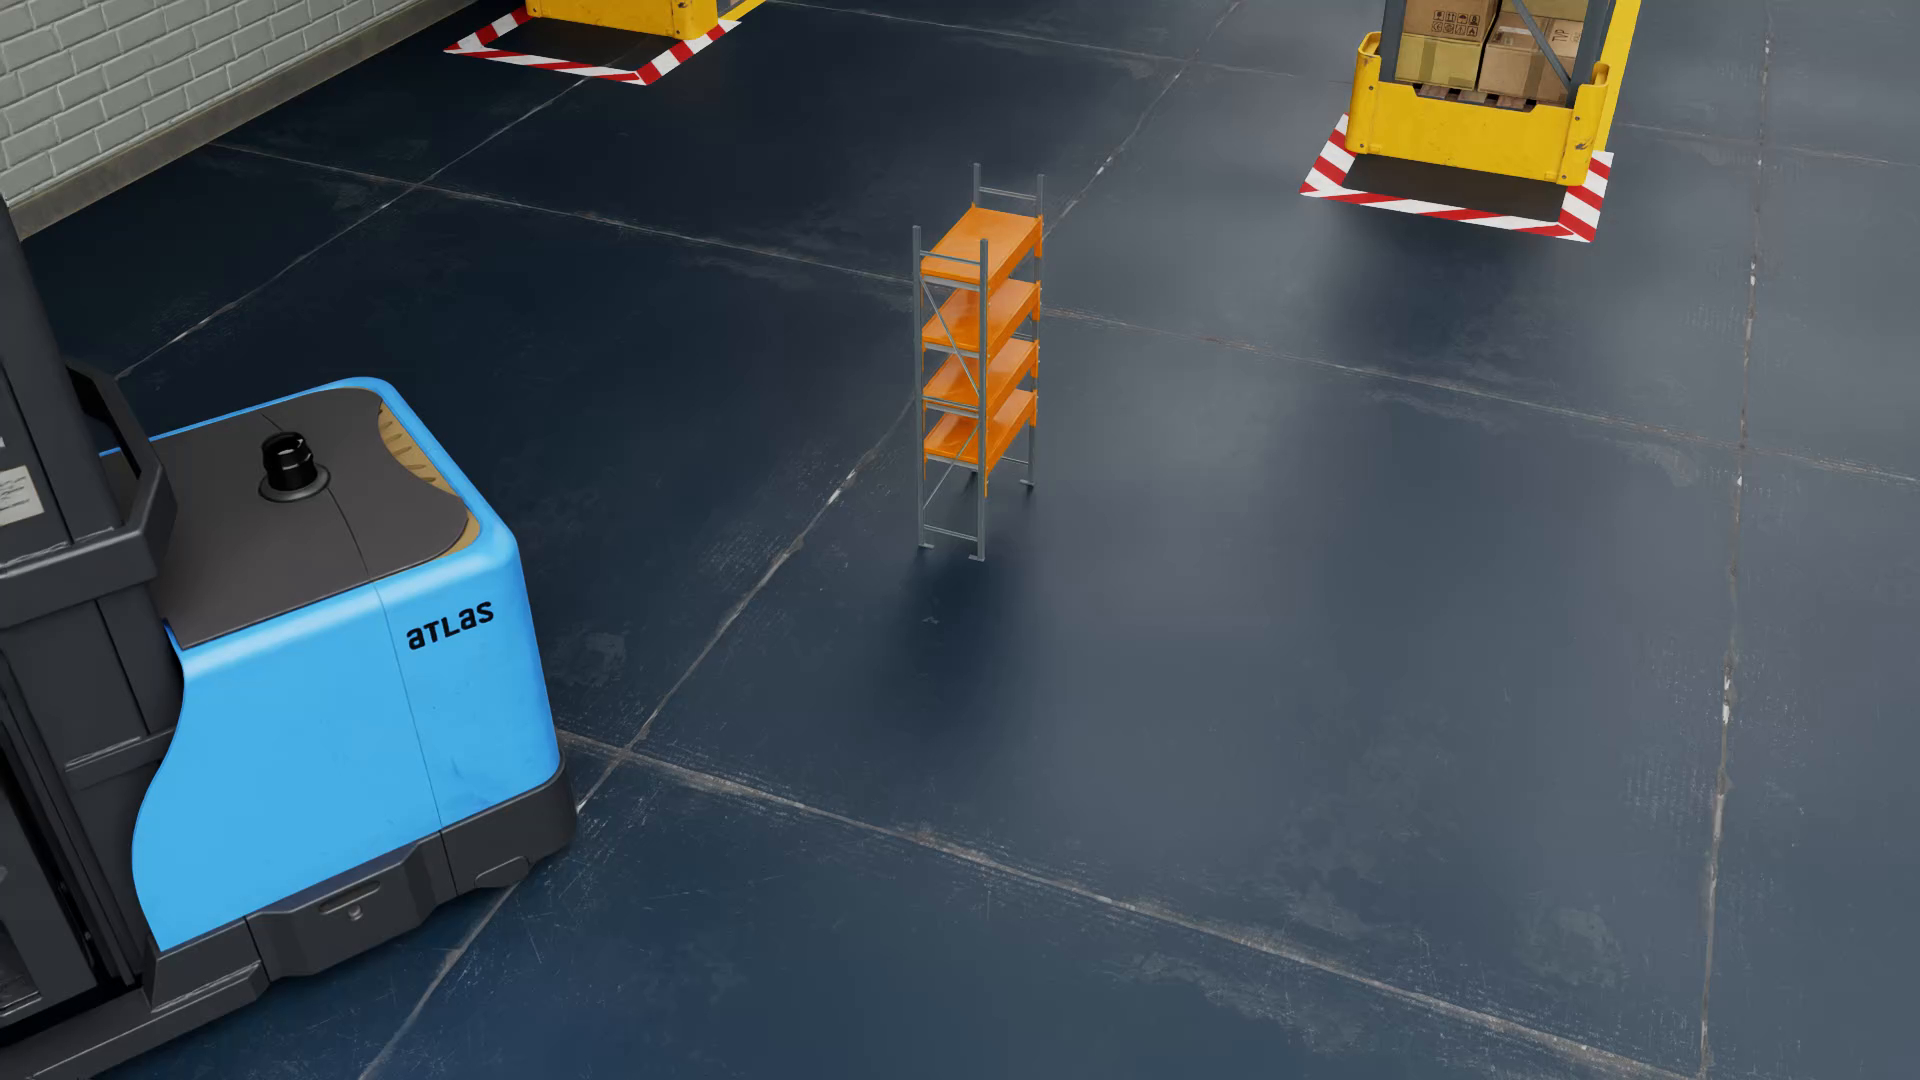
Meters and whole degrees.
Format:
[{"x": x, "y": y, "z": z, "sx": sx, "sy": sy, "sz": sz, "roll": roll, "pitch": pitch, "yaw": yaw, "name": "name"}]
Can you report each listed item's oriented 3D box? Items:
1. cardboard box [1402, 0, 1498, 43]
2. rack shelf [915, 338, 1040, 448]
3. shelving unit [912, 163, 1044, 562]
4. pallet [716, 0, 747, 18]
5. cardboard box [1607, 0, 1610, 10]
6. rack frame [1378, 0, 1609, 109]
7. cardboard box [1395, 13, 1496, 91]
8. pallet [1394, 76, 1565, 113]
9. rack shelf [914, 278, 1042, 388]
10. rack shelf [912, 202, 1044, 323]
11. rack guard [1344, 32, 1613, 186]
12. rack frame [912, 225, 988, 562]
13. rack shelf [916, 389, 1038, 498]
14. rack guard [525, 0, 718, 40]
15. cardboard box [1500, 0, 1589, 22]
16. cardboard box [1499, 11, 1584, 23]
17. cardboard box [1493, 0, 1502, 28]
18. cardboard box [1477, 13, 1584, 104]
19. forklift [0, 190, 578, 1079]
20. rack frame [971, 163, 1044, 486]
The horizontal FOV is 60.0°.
[{"x": 2.468, "y": -2.873, "z": 8.408, "sx": 0.500, "sy": 0.500, "sz": 0.500, "roll": 14, "pitch": 39, "yaw": 18, "name": "cardboard box"}, {"x": 0.063, "y": -0.518, "z": 5.554, "sx": 0.258, "sy": 0.148, "sz": 0.480, "roll": 14, "pitch": 39, "yaw": 18, "name": "rack shelf"}, {"x": 0.063, "y": -0.572, "z": 5.513, "sx": 0.258, "sy": 1.200, "sz": 0.503, "roll": 14, "pitch": 39, "yaw": 18, "name": "shelving unit"}, {"x": -1.673, "y": -3.634, "z": 10.436, "sx": 1.003, "sy": 0.211, "sz": 1.213, "roll": 14, "pitch": 39, "yaw": 18, "name": "pallet"}, {"x": 3.521, "y": -3.284, "z": 9.585, "sx": 0.500, "sy": 0.250, "sz": 0.500, "roll": 14, "pitch": 39, "yaw": 18, "name": "cardboard box"}, {"x": 2.539, "y": -3.141, "z": 7.447, "sx": 1.000, "sy": 3.000, "sz": 0.127, "roll": 14, "pitch": 39, "yaw": 18, "name": "rack frame"}, {"x": 2.470, "y": -2.572, "z": 8.632, "sx": 0.500, "sy": 0.250, "sz": 0.500, "roll": 14, "pitch": 39, "yaw": 18, "name": "cardboard box"}, {"x": 2.792, "y": -2.457, "z": 8.861, "sx": 1.003, "sy": 0.211, "sz": 1.213, "roll": 14, "pitch": 39, "yaw": 18, "name": "pallet"}, {"x": 0.063, "y": -0.698, "z": 5.420, "sx": 0.258, "sy": 0.148, "sz": 0.480, "roll": 14, "pitch": 39, "yaw": 18, "name": "rack shelf"}, {"x": 0.063, "y": -0.887, "z": 5.278, "sx": 0.258, "sy": 0.148, "sz": 0.480, "roll": 14, "pitch": 39, "yaw": 18, "name": "rack shelf"}, {"x": 2.530, "y": -2.127, "z": 8.178, "sx": 1.175, "sy": 0.500, "sz": 0.348, "roll": 14, "pitch": 39, "yaw": 18, "name": "rack guard"}, {"x": -0.030, "y": -0.437, "z": 5.333, "sx": 0.240, "sy": 1.200, "sz": 0.015, "roll": 14, "pitch": 39, "yaw": 18, "name": "rack frame"}, {"x": 0.063, "y": -0.359, "z": 5.673, "sx": 0.258, "sy": 0.148, "sz": 0.480, "roll": 14, "pitch": 39, "yaw": 18, "name": "rack shelf"}, {"x": -2.014, "y": -3.308, "z": 9.759, "sx": 1.175, "sy": 0.500, "sz": 0.348, "roll": 14, "pitch": 39, "yaw": 18, "name": "rack guard"}, {"x": 3.138, "y": -3.032, "z": 8.620, "sx": 0.500, "sy": 0.500, "sz": 0.500, "roll": 14, "pitch": 39, "yaw": 18, "name": "cardboard box"}, {"x": 3.136, "y": -2.732, "z": 8.845, "sx": 0.500, "sy": 0.250, "sz": 0.500, "roll": 14, "pitch": 39, "yaw": 18, "name": "cardboard box"}, {"x": 2.649, "y": -2.852, "z": 9.006, "sx": 0.500, "sy": 0.250, "sz": 0.500, "roll": 14, "pitch": 39, "yaw": 18, "name": "cardboard box"}, {"x": 2.949, "y": -2.454, "z": 8.474, "sx": 0.500, "sy": 0.250, "sz": 0.500, "roll": 14, "pitch": 39, "yaw": 18, "name": "cardboard box"}, {"x": -2.552, "y": -0.046, "z": 3.363, "sx": 3.031, "sy": 2.935, "sz": 1.130, "roll": -23, "pitch": 42, "yaw": -27, "name": "forklift"}, {"x": 0.156, "y": -0.707, "z": 5.694, "sx": 0.240, "sy": 1.200, "sz": 0.015, "roll": 14, "pitch": 39, "yaw": 18, "name": "rack frame"}]
